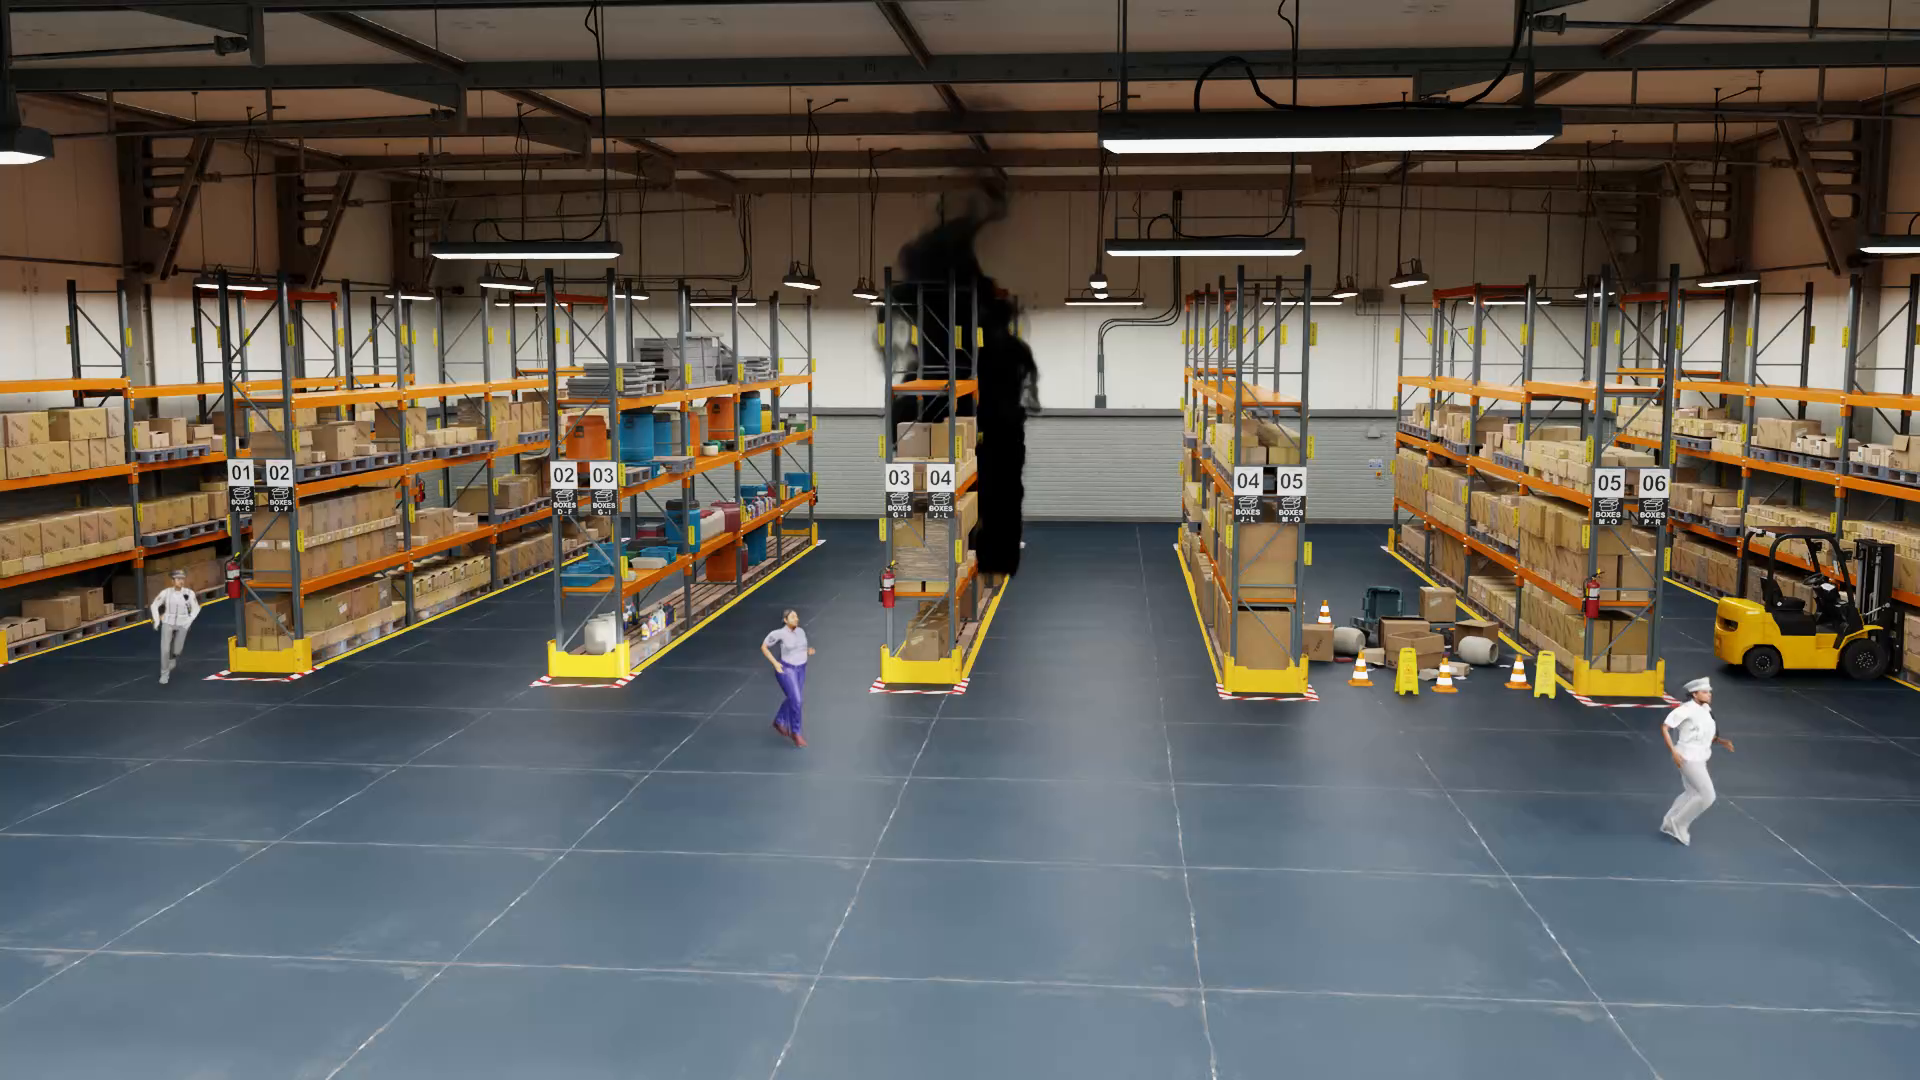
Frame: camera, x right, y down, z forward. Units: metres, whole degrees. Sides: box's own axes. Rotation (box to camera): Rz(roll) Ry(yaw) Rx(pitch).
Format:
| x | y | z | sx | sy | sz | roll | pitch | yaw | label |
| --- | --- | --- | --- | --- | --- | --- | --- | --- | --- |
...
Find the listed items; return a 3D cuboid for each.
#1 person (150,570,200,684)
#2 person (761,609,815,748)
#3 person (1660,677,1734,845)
| x | y | z | sx | sy | sz | roll | pitch | yaw | label |
| --- | --- | --- | --- | --- | --- | --- | --- | --- | --- |
| -11.523 | 1.249 | 24.448 | 0.657 | 1.646 | 0.575 | -3 | 8 | -25 | person |
| -2.090 | 1.694 | 20.619 | 0.699 | 1.704 | 0.587 | 5 | 9 | 36 | person |
| 7.306 | 2.184 | 16.486 | 0.578 | 1.683 | 0.638 | -7 | 10 | -44 | person |
